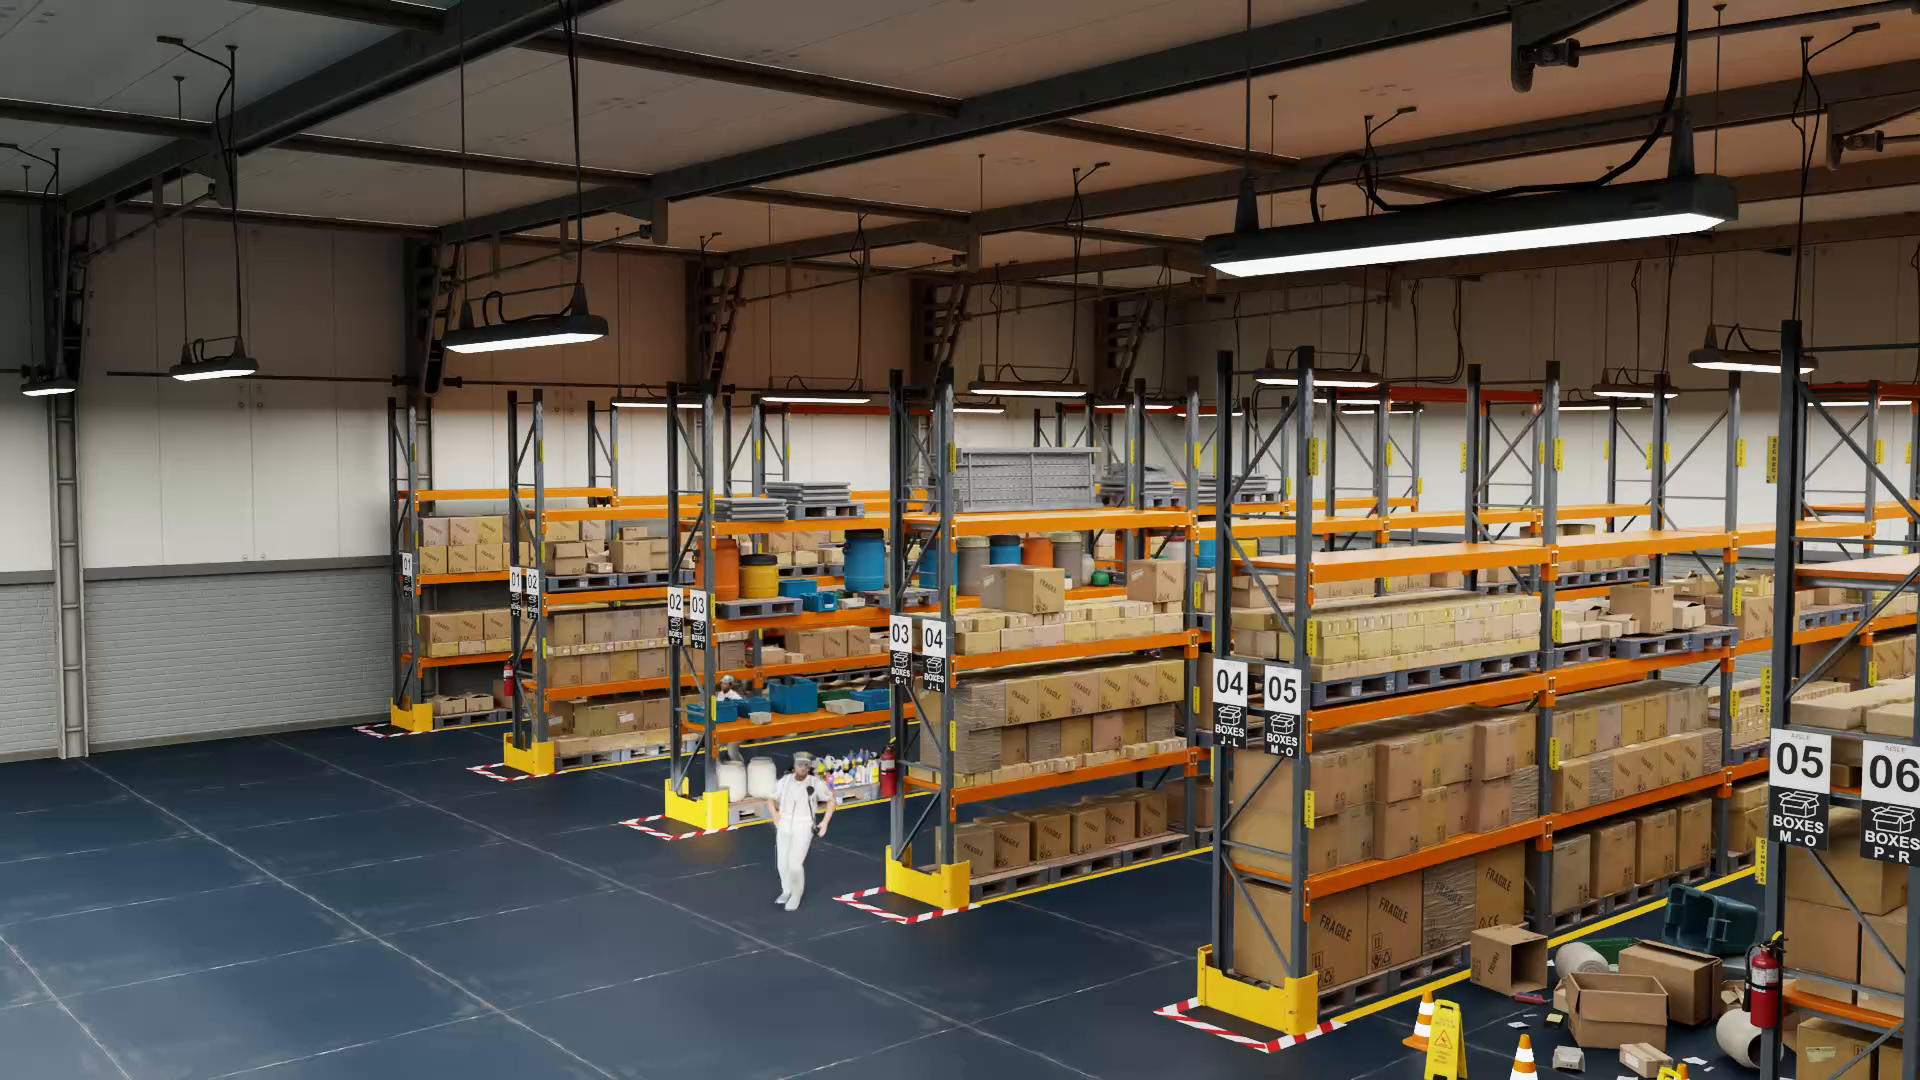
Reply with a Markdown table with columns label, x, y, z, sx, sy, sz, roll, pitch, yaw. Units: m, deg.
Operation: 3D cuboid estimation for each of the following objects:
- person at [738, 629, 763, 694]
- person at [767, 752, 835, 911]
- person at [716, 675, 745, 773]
| label | x | y | z | sx | sy | sz | roll | pitch | yaw |
| --- | --- | --- | --- | --- | --- | --- | --- | --- | --- |
| person | -3.943 | 2.507 | 30.927 | 0.992 | 1.693 | 0.678 | -3 | 4 | -40 |
| person | -1.798 | 3.207 | 18.434 | 0.732 | 1.731 | 0.630 | 1 | 3 | 11 |
| person | -3.532 | 2.878 | 25.091 | 0.578 | 1.689 | 0.692 | 2 | 4 | 34 |
